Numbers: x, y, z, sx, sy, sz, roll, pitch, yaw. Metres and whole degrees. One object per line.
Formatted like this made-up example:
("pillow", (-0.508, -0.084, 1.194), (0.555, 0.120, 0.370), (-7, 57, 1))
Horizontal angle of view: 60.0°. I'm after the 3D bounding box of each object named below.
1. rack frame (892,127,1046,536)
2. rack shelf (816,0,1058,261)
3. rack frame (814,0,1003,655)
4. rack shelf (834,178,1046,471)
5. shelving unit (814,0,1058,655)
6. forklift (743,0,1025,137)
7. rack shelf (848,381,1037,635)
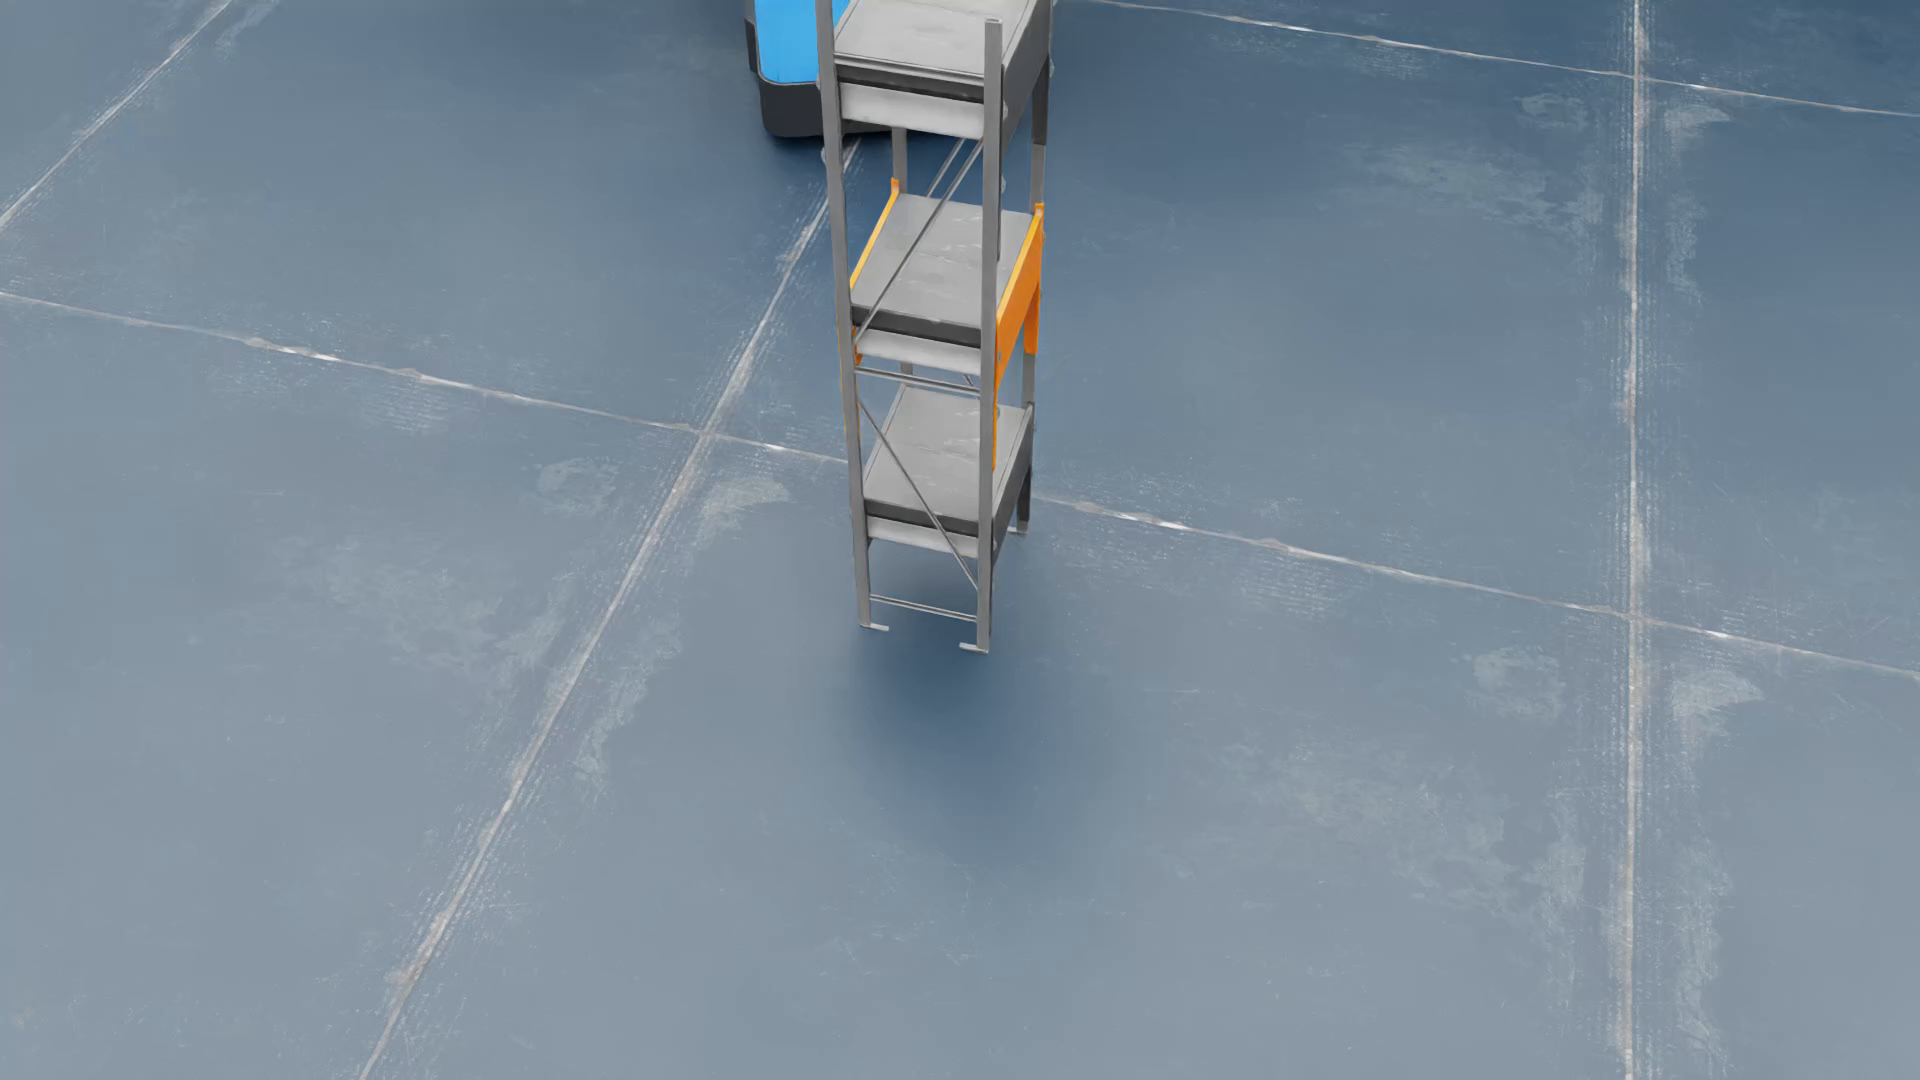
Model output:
("rack frame", (0.021, -0.752, 4.513), (0.400, 2.100, 0.015), (12, 50, 10))
("rack shelf", (-0.044, -1.029, 3.842), (0.431, 0.518, 0.480), (12, 50, 10))
("rack frame", (-0.108, -0.399, 4.201), (0.400, 2.100, 0.015), (12, 50, 10))
("rack shelf", (-0.044, -0.566, 4.367), (0.431, 0.518, 0.480), (12, 50, 10))
("shelving unit", (-0.044, -0.575, 4.357), (0.431, 2.100, 0.503), (12, 50, 10))
("forklift", (-0.426, -3.673, 6.537), (1.130, 2.935, 3.031), (-5, 49, -4))
("rack shelf", (-0.044, -0.103, 4.892), (0.431, 0.518, 0.480), (12, 50, 10))
